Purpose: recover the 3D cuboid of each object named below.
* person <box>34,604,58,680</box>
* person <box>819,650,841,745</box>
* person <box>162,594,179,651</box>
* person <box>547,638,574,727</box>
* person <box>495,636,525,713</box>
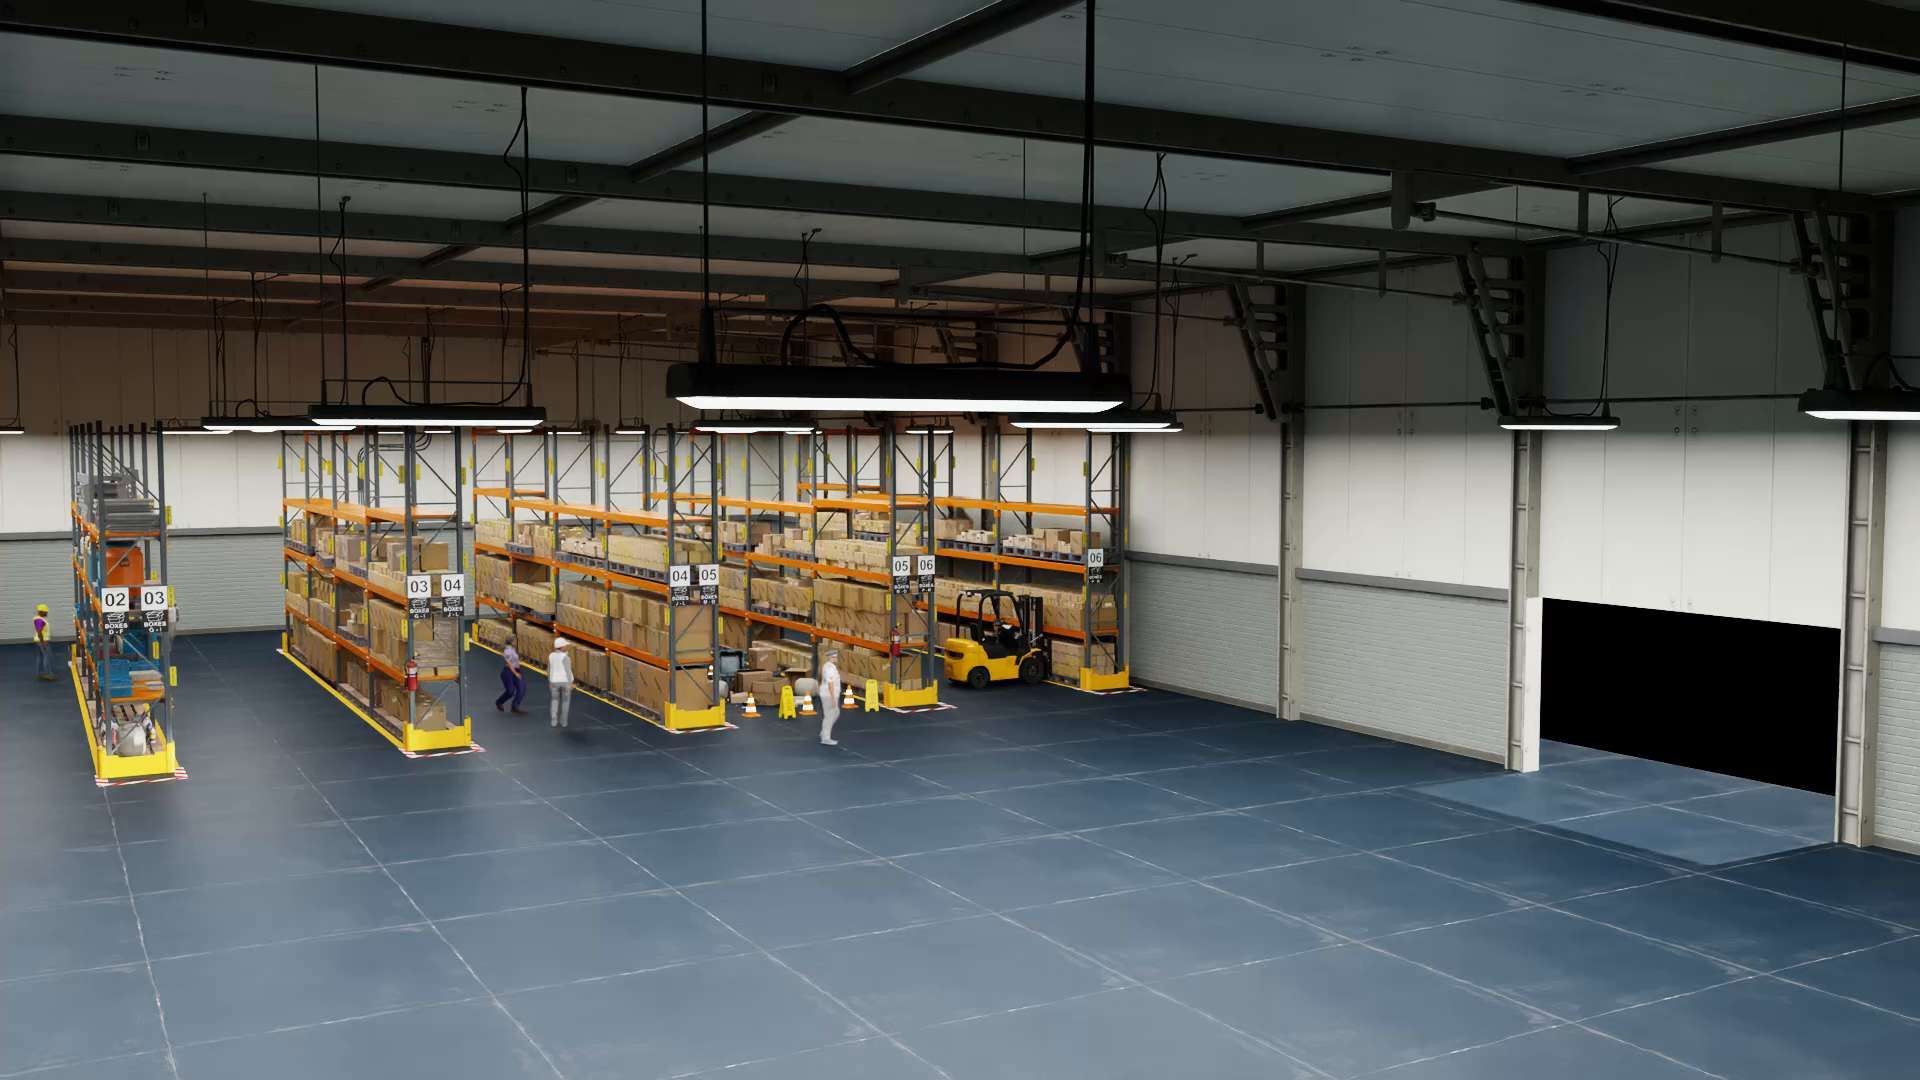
[{"bbox_3d":[-21.611,2.402,39.288,0.474,1.765,0.641,-3,4,-37],"label":"person"},{"bbox_3d":[-2.426,2.940,31.076,0.405,1.774,0.656,-1,4,-11],"label":"person"},{"bbox_3d":[-20.917,2.165,43.838,0.660,1.639,0.964,-3,4,-36],"label":"person"},{"bbox_3d":[-7.879,2.801,32.715,0.526,1.766,0.525,0,4,2],"label":"person"},{"bbox_3d":[-9.319,2.787,34.554,0.673,1.599,0.558,1,4,15],"label":"person"}]
